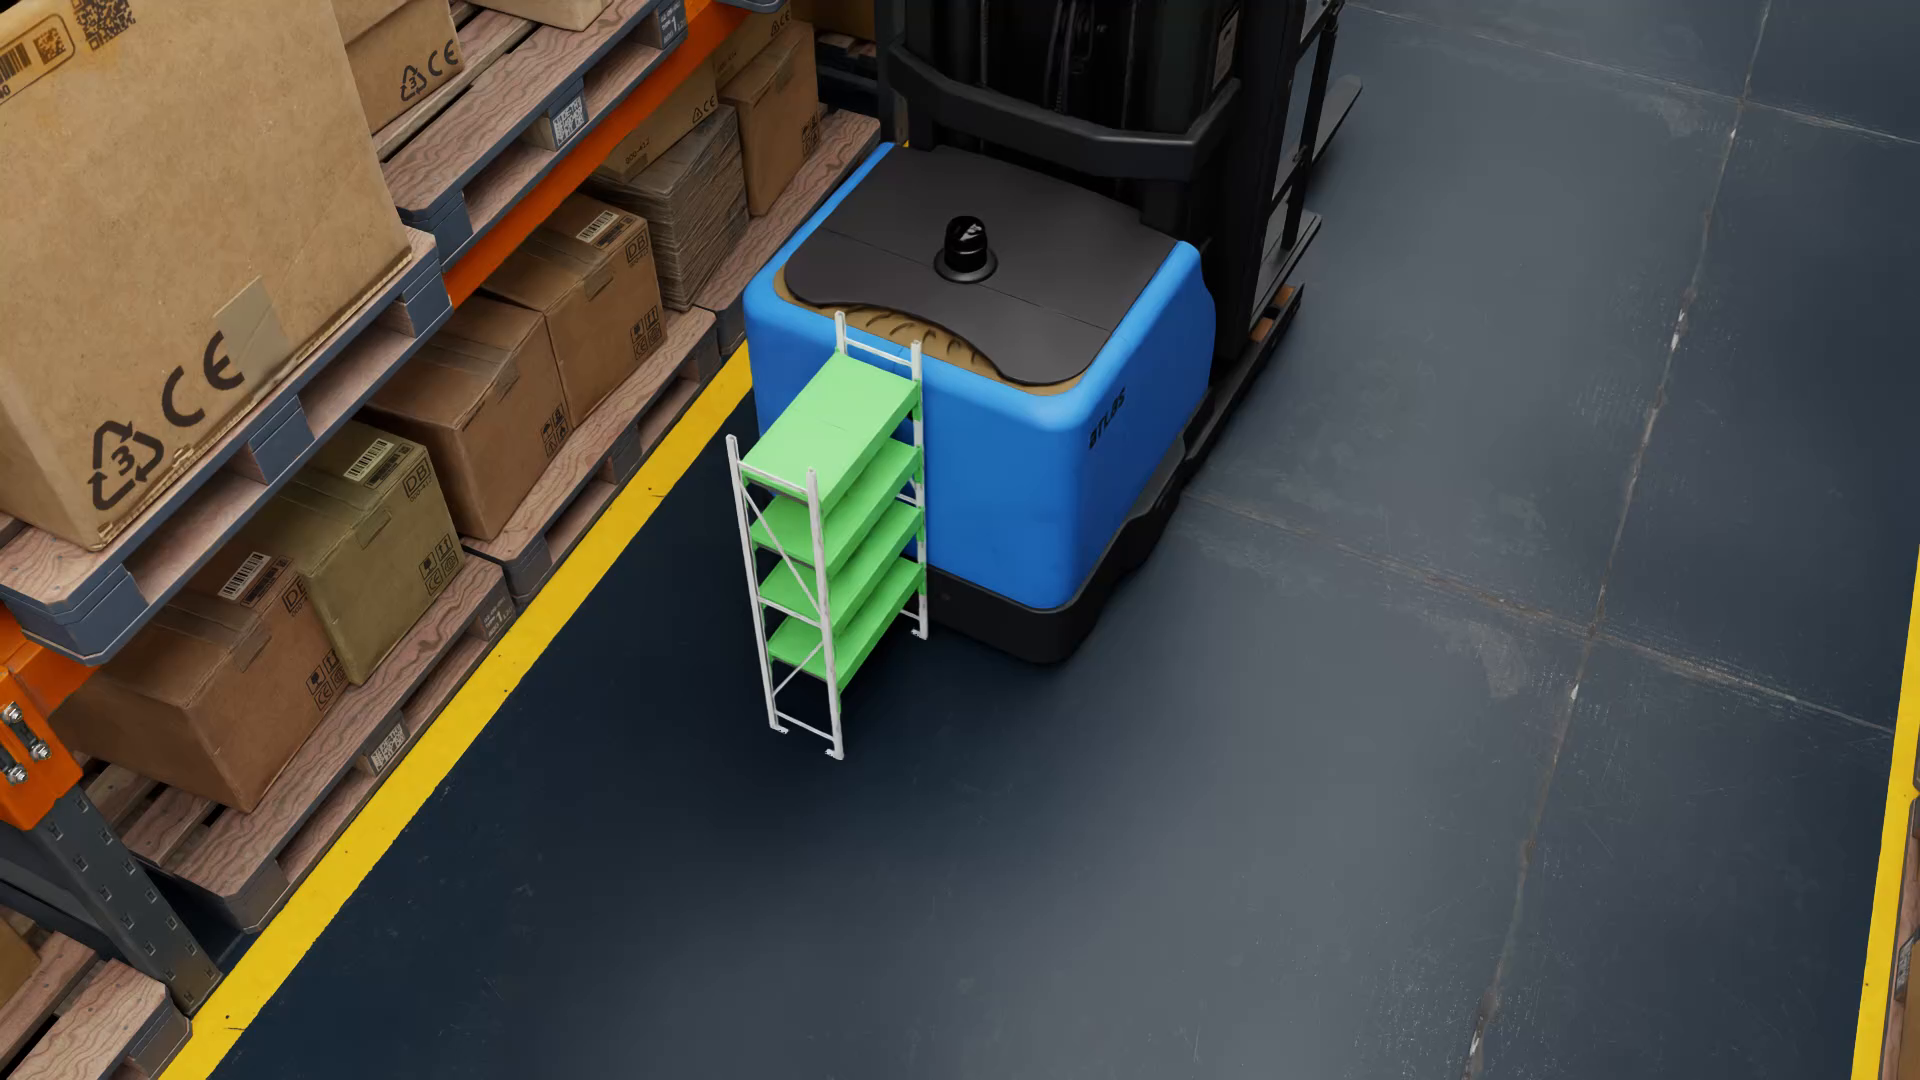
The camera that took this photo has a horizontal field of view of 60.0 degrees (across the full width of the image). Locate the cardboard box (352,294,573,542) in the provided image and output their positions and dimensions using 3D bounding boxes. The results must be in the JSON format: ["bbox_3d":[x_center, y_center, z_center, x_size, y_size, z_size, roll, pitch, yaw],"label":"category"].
[{"bbox_3d":[-1.634,-0.421,4.991,0.700,0.500,0.500,16,51,13],"label":"cardboard box"}]

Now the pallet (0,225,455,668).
[{"bbox_3d":[-1.917,-0.382,3.731,1.003,0.211,1.213,20,52,16],"label":"pallet"}]

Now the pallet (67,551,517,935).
[{"bbox_3d":[-2.044,0.402,4.769,1.003,0.211,1.213,20,52,16],"label":"pallet"}]

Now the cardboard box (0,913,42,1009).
[{"bbox_3d":[-2.582,0.971,3.819,0.500,0.500,0.500,18,52,15],"label":"cardboard box"}]

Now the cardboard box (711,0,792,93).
[{"bbox_3d":[-0.925,-1.824,5.692,0.500,0.250,0.500,22,53,18],"label":"cardboard box"}]

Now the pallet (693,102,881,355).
[{"bbox_3d":[-1.001,-1.278,6.199,1.003,0.211,1.213,20,52,16],"label":"pallet"}]

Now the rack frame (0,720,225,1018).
[{"bbox_3d":[-2.375,0.035,3.251,1.000,3.000,0.127,20,52,16],"label":"rack frame"}]

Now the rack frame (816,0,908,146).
[{"bbox_3d":[-0.666,-2.719,5.594,1.000,3.000,0.127,20,52,16],"label":"rack frame"}]

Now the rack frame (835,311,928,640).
[{"bbox_3d":[-0.204,-0.136,4.578,0.240,1.200,0.015,23,53,18],"label":"rack frame"}]

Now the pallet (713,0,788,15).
[{"bbox_3d":[-0.874,-2.132,5.220,1.213,0.211,1.003,20,52,16],"label":"pallet"}]

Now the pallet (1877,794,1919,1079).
[{"bbox_3d":[2.848,1.223,4.071,1.003,0.211,1.213,20,52,16],"label":"pallet"}]

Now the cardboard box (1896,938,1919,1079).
[{"bbox_3d":[2.666,1.192,3.468,1.050,0.750,0.750,20,52,16],"label":"cardboard box"}]

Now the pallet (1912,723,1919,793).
[{"bbox_3d":[3.370,0.386,4.783,1.003,0.211,1.213,20,52,16],"label":"pallet"}]

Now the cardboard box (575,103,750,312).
[{"bbox_3d":[-1.160,-1.198,5.652,0.700,0.500,0.500,16,51,13],"label":"cardboard box"}]

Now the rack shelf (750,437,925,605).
[{"bbox_3d":[-0.321,-0.087,4.305,0.258,0.148,0.480,23,53,18],"label":"rack shelf"}]

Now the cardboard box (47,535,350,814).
[{"bbox_3d":[-2.093,0.287,4.389,0.700,0.500,0.500,16,52,13],"label":"cardboard box"}]

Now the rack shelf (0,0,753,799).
[{"bbox_3d":[-1.520,-1.109,4.697,1.077,0.370,4.000,20,52,16],"label":"rack shelf"}]

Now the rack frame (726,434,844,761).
[{"bbox_3d":[-0.438,0.190,4.301,0.240,1.200,0.015,23,53,18],"label":"rack frame"}]

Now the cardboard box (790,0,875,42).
[{"bbox_3d":[-0.352,-2.635,6.642,1.225,0.875,0.875,18,52,14],"label":"cardboard box"}]

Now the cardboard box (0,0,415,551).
[{"bbox_3d":[-1.909,-0.797,3.289,1.000,1.000,1.000,20,53,16],"label":"cardboard box"}]

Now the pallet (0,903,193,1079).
[{"bbox_3d":[-2.630,1.413,3.909,1.003,0.211,1.213,20,52,16],"label":"pallet"}]

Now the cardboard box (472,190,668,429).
[{"bbox_3d":[-1.395,-0.805,5.318,0.700,0.500,0.500,24,54,19],"label":"cardboard box"}]

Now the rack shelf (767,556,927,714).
[{"bbox_3d":[-0.321,0.224,4.671,0.258,0.148,0.480,23,53,18],"label":"rack shelf"}]

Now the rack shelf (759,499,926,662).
[{"bbox_3d":[-0.321,0.068,4.488,0.258,0.148,0.480,23,53,18],"label":"rack shelf"}]

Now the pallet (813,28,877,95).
[{"bbox_3d":[-0.261,-2.334,7.098,1.003,0.211,1.213,20,52,16],"label":"pallet"}]

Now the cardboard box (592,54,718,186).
[{"bbox_3d":[-1.142,-1.455,5.379,0.500,0.250,0.500,25,54,20],"label":"cardboard box"}]

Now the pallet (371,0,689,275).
[{"bbox_3d":[-1.475,-1.281,4.496,1.003,0.211,1.213,20,52,16],"label":"pallet"}]

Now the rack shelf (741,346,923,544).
[{"bbox_3d":[-0.321,-0.243,4.123,0.258,0.148,0.480,23,53,18],"label":"rack shelf"}]

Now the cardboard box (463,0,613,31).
[{"bbox_3d":[-1.134,-1.576,4.434,0.396,0.266,0.258,18,52,15],"label":"cardboard box"}]

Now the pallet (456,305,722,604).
[{"bbox_3d":[-1.524,-0.441,5.487,1.003,0.211,1.213,20,52,16],"label":"pallet"}]

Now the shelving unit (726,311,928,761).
[{"bbox_3d":[-0.321,0.027,4.439,0.258,1.200,0.503,23,53,18],"label":"shelving unit"}]

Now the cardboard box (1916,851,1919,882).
[{"bbox_3d":[3.064,0.550,4.014,1.050,0.750,0.750,21,53,17],"label":"cardboard box"}]

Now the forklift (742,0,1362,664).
[{"bbox_3d":[0.550,-1.717,4.786,1.130,2.935,3.031,23,53,18],"label":"forklift"}]

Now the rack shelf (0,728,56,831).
[{"bbox_3d":[-3.229,1.645,2.353,1.077,0.370,4.000,20,52,16],"label":"rack shelf"}]

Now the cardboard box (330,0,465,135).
[{"bbox_3d":[-1.718,-1.358,4.093,0.797,0.503,0.637,25,54,20],"label":"cardboard box"}]

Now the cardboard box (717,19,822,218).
[{"bbox_3d":[-0.934,-1.584,5.981,0.700,0.500,0.500,17,52,14],"label":"cardboard box"}]

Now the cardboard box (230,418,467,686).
[{"bbox_3d":[-1.872,-0.036,4.663,0.700,0.500,0.500,20,52,16],"label":"cardboard box"}]
